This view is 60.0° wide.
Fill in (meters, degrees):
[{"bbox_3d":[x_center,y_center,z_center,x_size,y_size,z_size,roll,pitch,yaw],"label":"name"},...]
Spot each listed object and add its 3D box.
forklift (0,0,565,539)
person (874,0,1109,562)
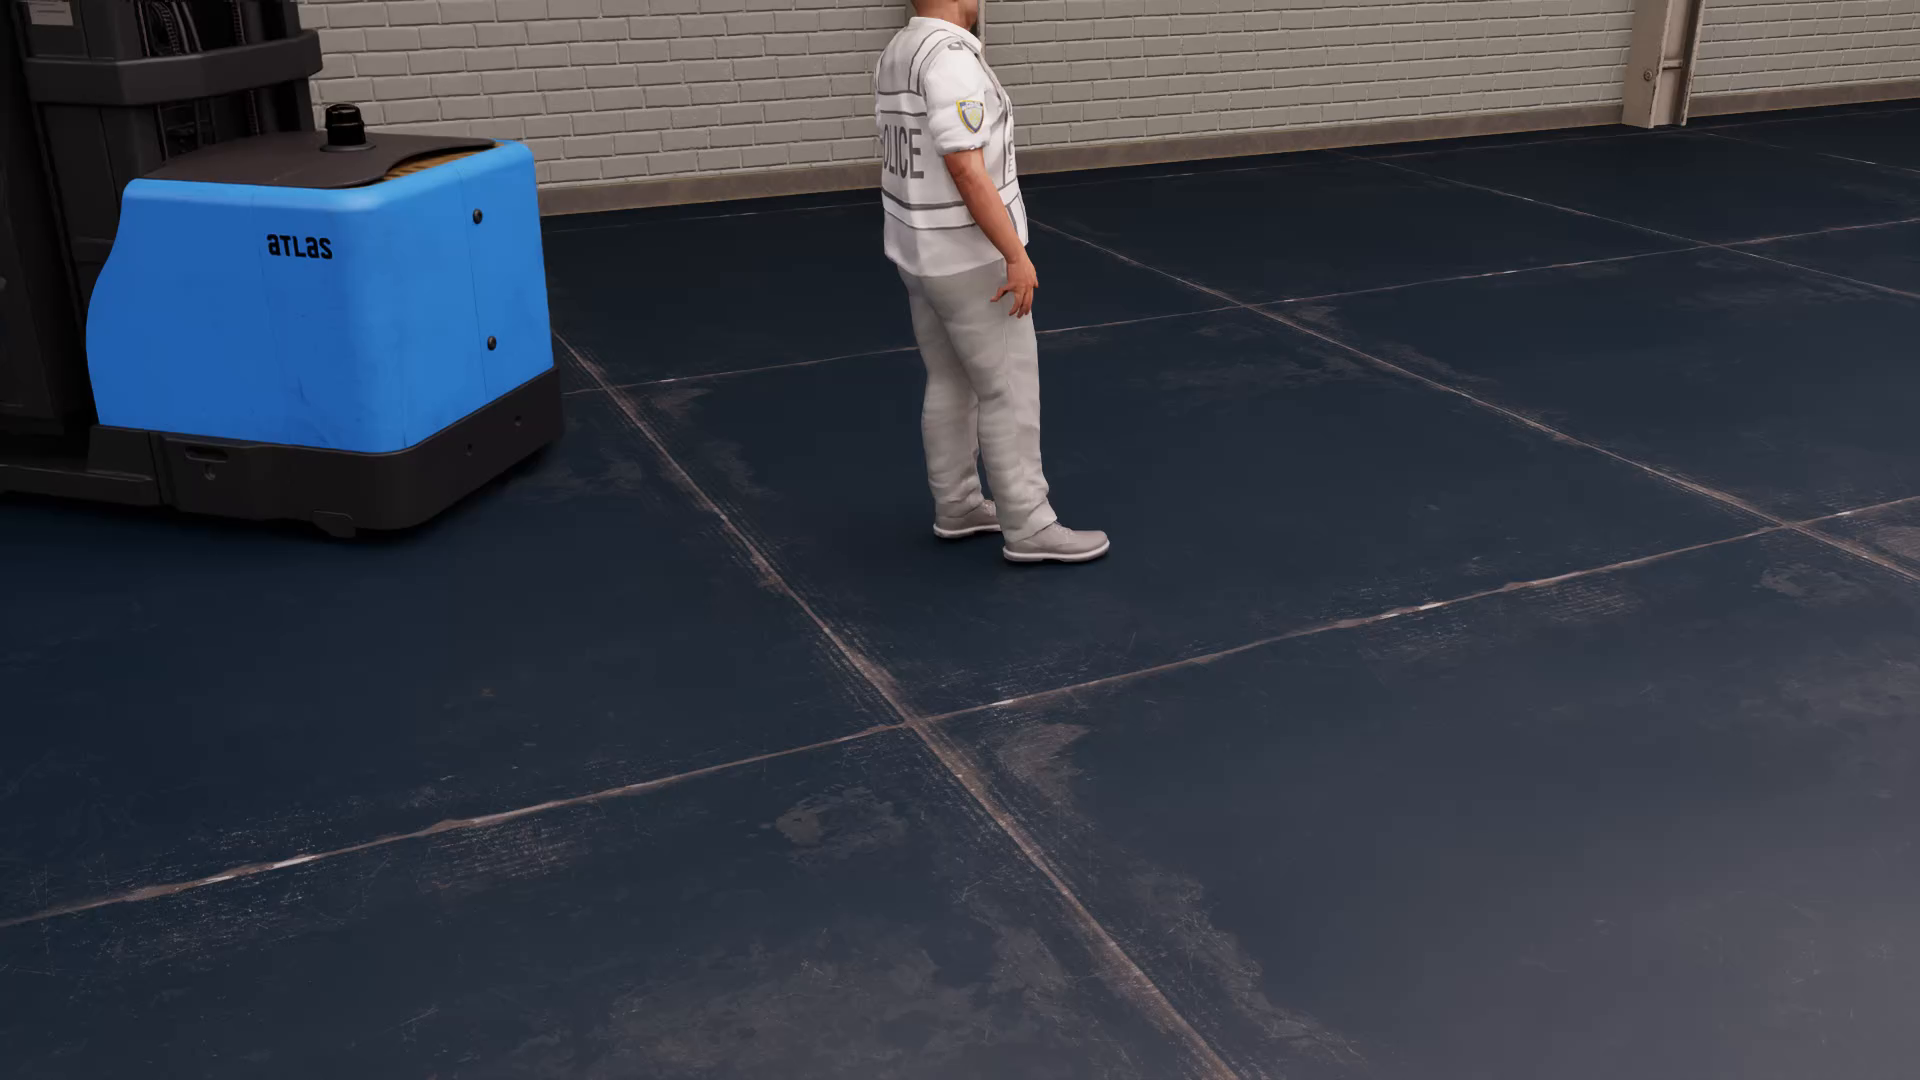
[{"bbox_3d":[-2.963,-1.660,5.281,3.031,2.935,1.130,6,23,15],"label":"forklift"},{"bbox_3d":[0.075,-0.838,4.782,0.575,1.781,0.640,-10,25,-23],"label":"person"}]
